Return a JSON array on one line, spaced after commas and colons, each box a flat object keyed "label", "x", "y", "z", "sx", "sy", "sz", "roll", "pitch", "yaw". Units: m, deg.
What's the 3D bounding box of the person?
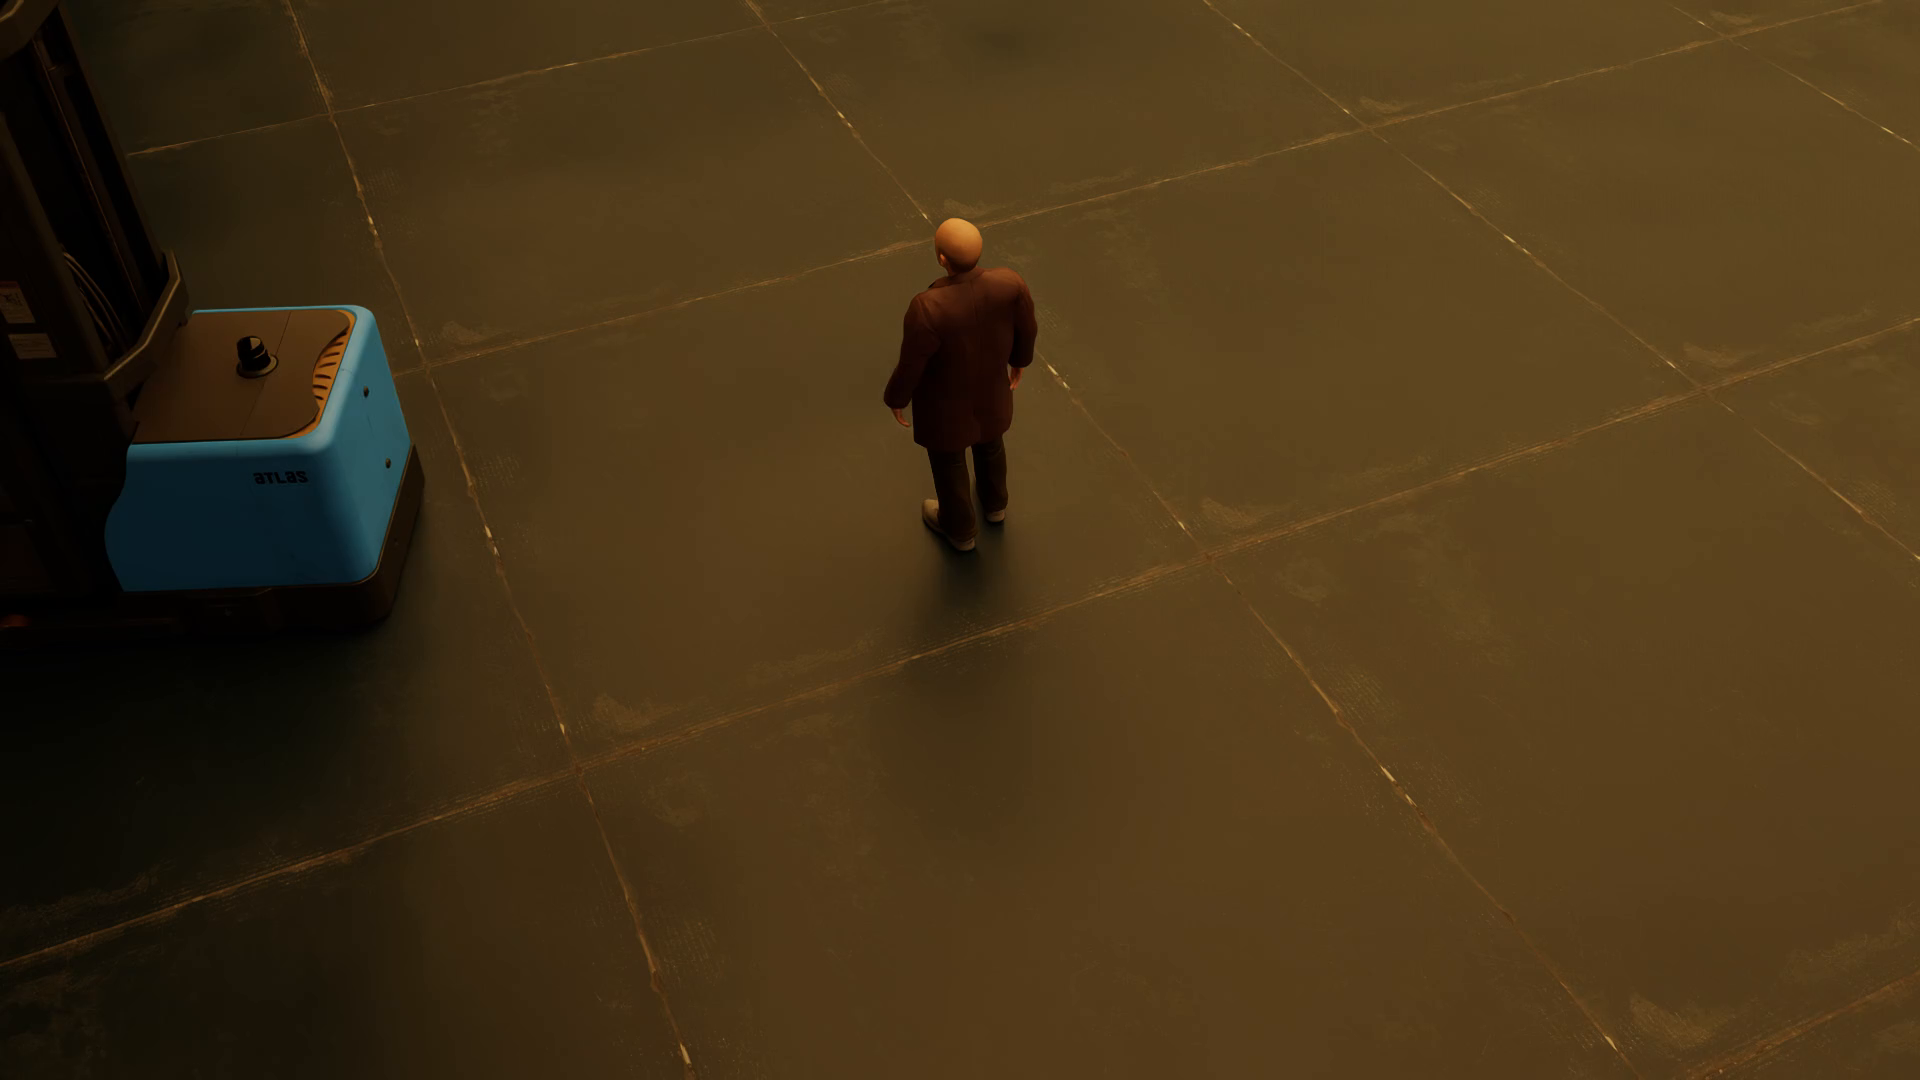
[{"label": "person", "x": -0.035, "y": -0.714, "z": 7.279, "sx": 0.698, "sy": 1.778, "sz": 0.579, "roll": -18, "pitch": 46, "yaw": -18}]

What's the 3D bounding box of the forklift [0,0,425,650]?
[{"label": "forklift", "x": -4.069, "y": -0.951, "z": 6.700, "sx": 3.031, "sy": 2.935, "sz": 1.130, "roll": -2, "pitch": 43, "yaw": -2}]
